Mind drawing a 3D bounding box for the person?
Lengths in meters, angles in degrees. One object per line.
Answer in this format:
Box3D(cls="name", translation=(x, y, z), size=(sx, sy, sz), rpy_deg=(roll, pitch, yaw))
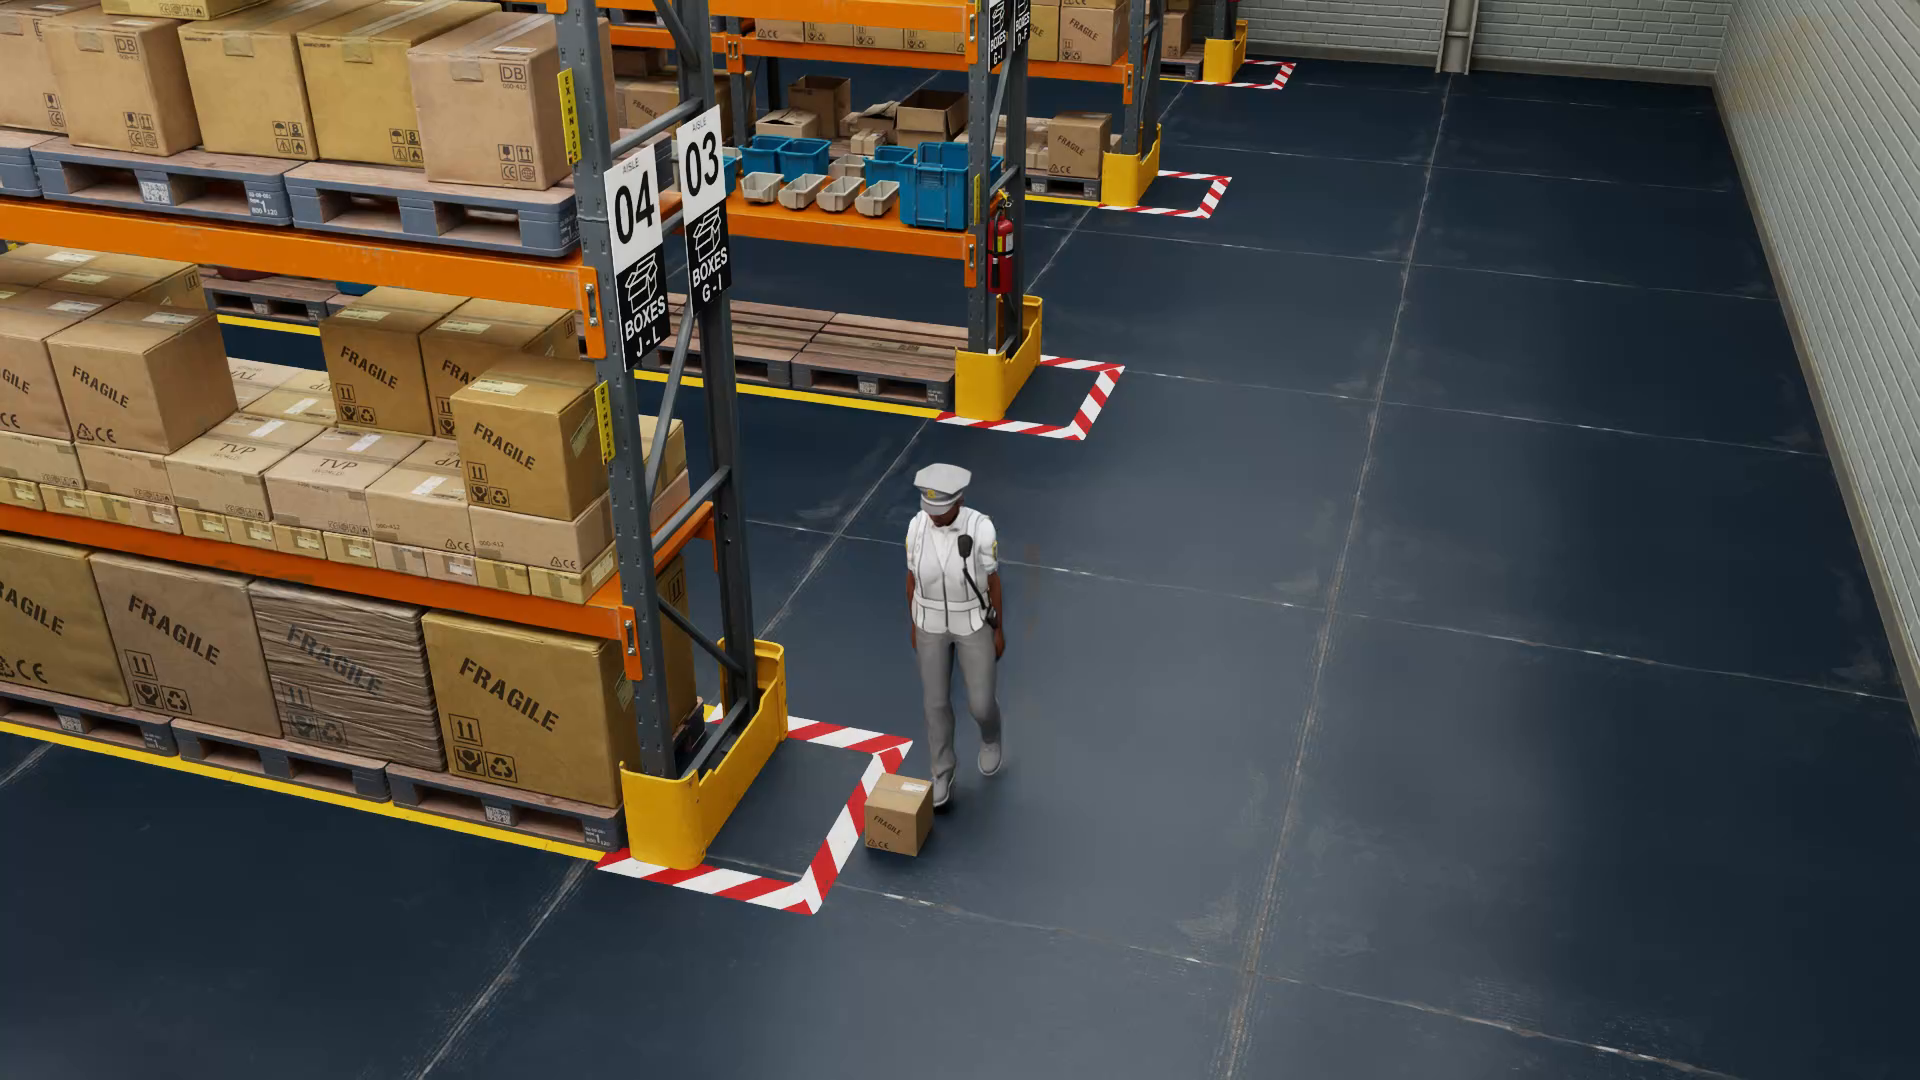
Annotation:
Box3D(cls="person", translation=(-0.044, 0.439, 7.678), size=(0.477, 1.647, 0.540), rpy_deg=(7, 30, 12))
